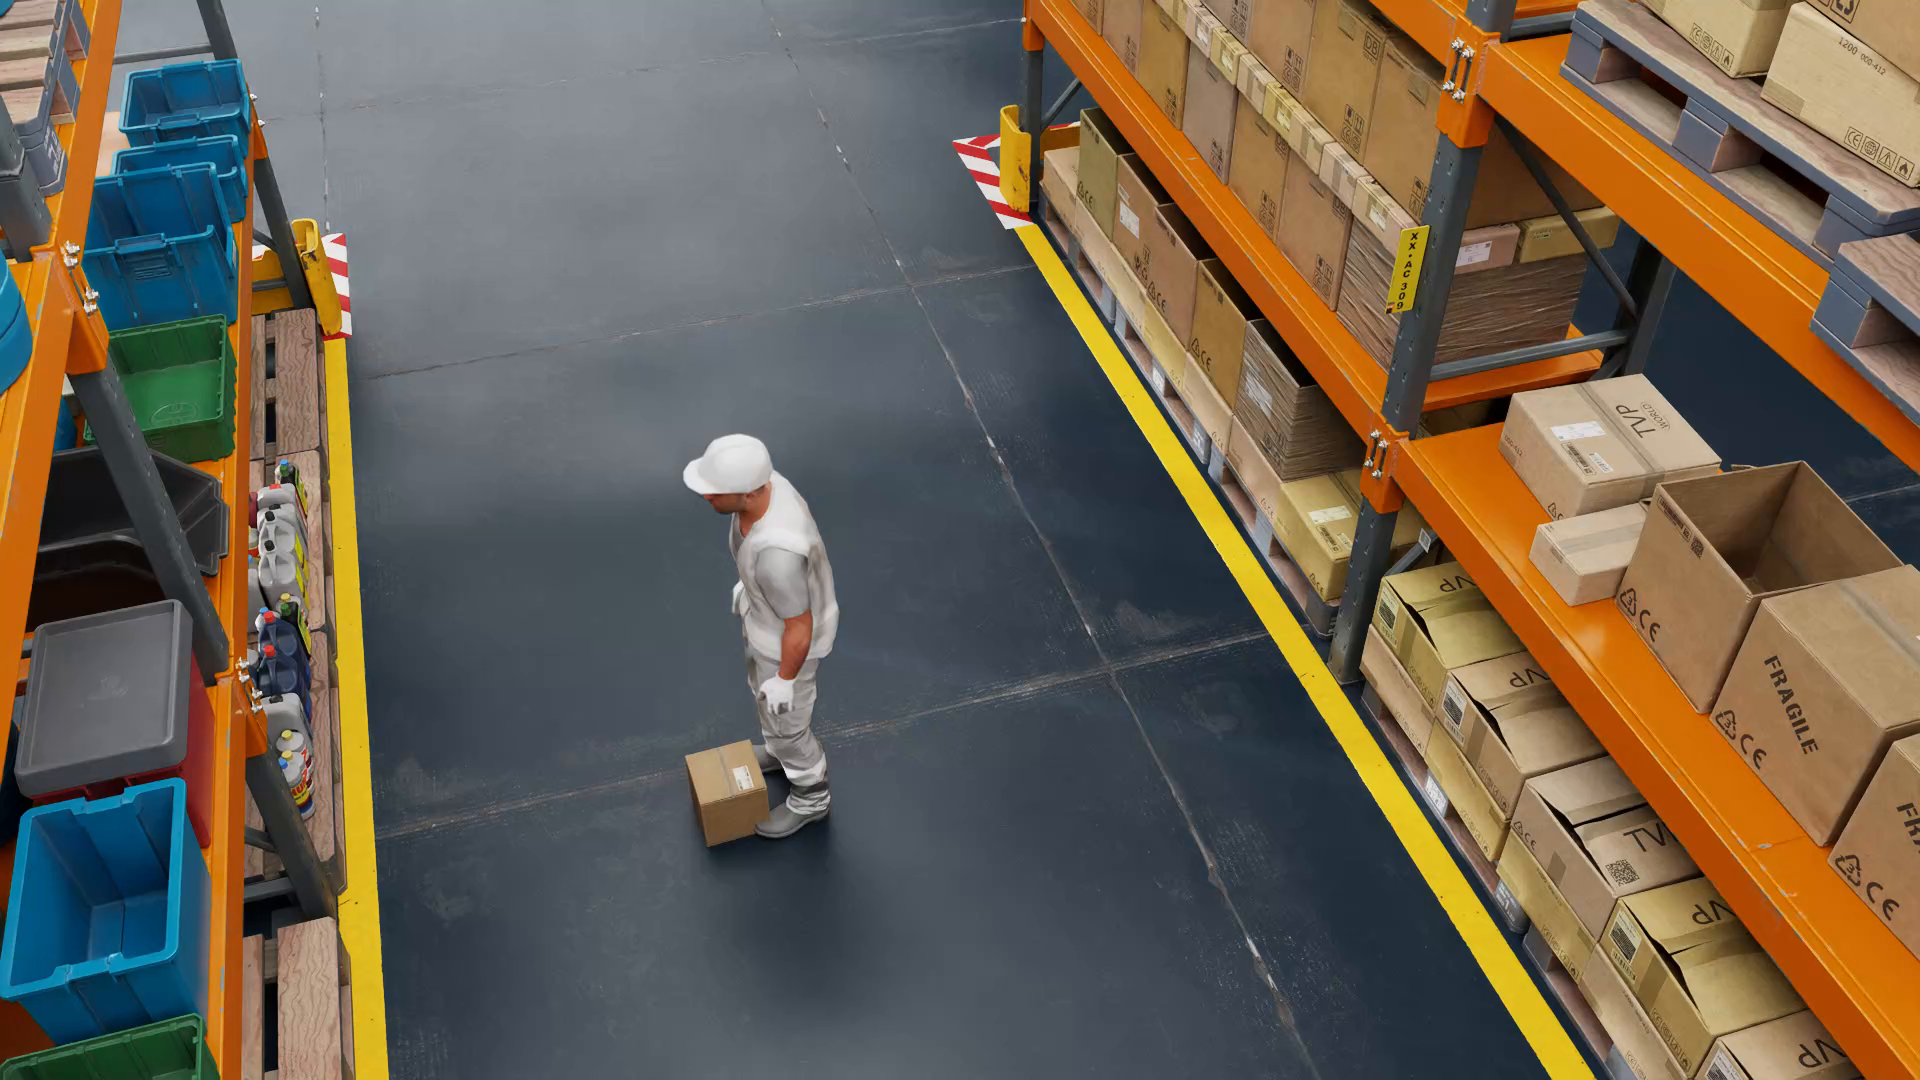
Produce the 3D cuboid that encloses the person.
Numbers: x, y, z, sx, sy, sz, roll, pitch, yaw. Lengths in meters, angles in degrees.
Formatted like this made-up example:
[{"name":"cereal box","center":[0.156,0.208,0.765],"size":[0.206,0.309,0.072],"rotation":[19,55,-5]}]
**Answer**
[{"name":"person","center":[-0.656,0.327,5.783],"size":[0.449,1.780,0.581],"rotation":[-12,43,-13]}]
